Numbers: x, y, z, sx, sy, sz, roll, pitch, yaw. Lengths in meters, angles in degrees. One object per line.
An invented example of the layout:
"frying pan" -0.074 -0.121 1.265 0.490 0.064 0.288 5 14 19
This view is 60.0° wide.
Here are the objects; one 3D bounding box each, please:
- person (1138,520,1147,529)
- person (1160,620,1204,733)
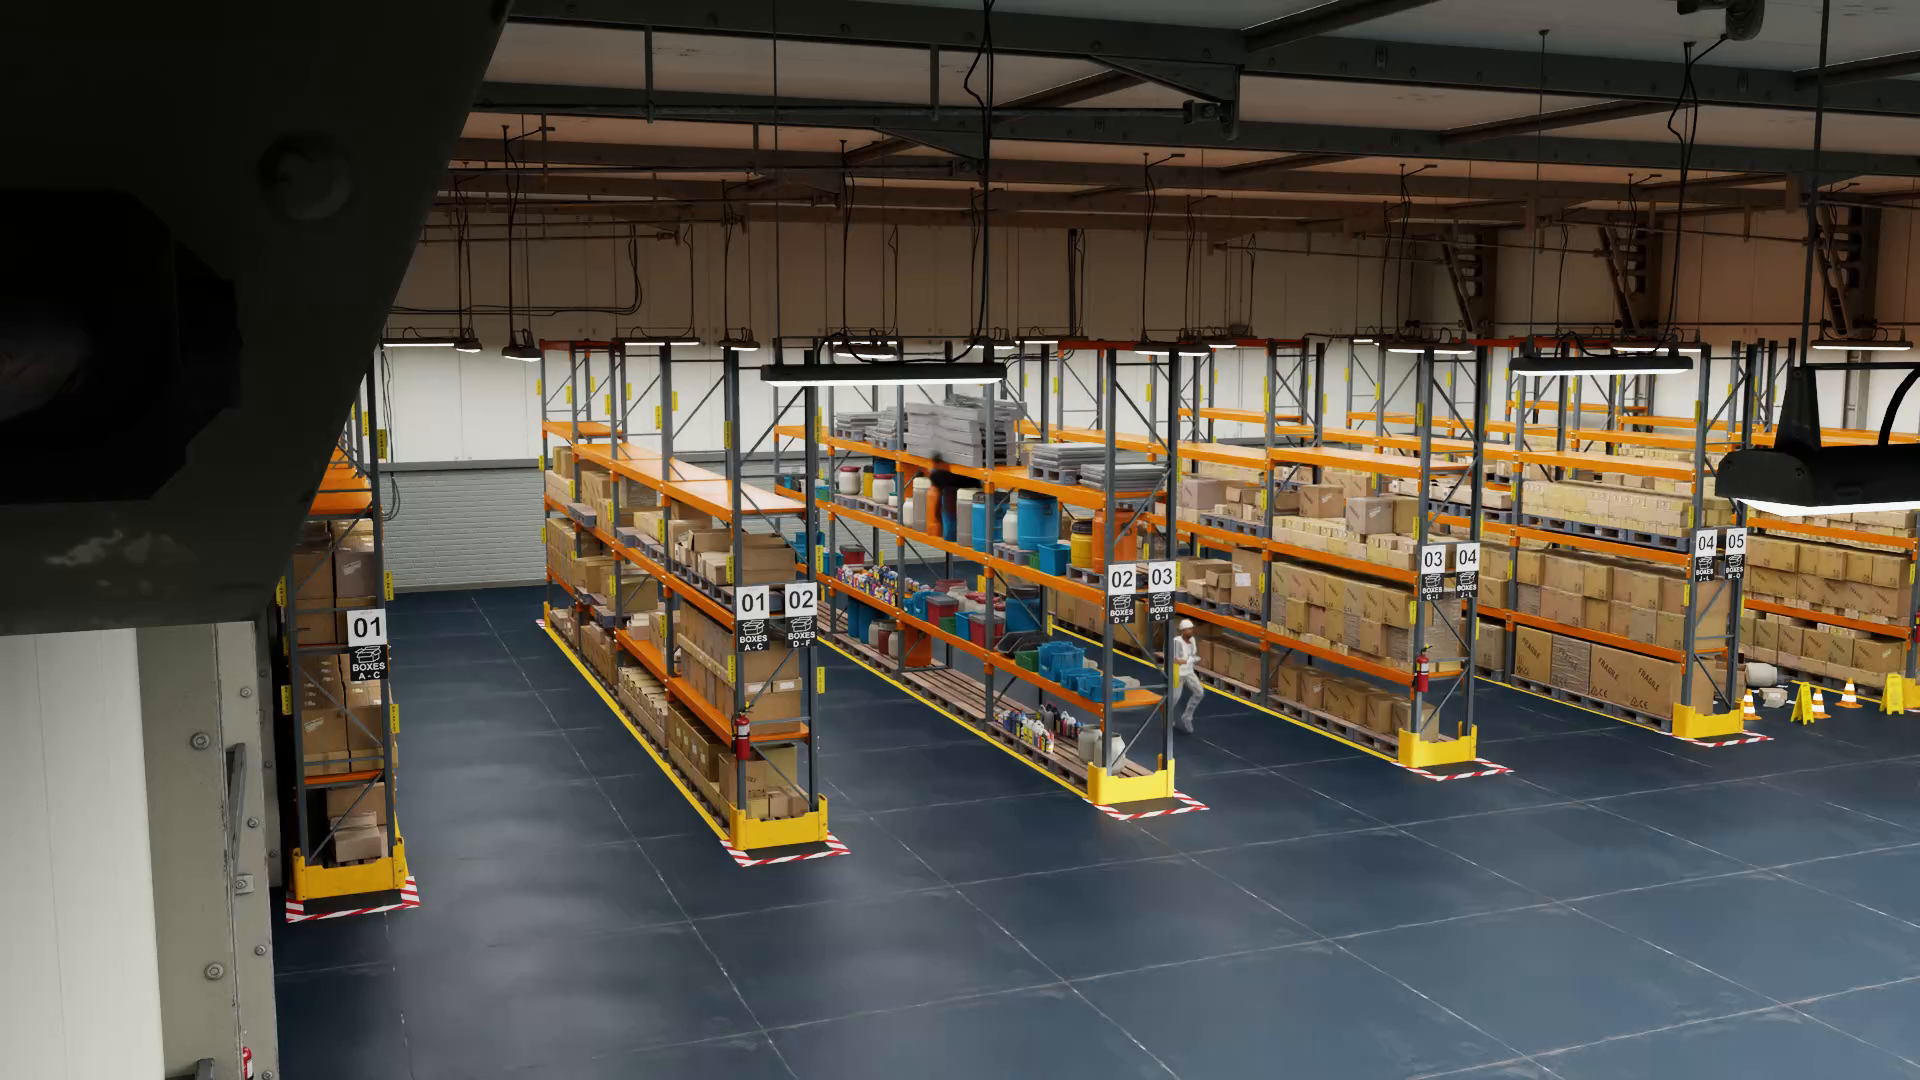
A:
"person" 4.241 0.332 39.345 0.771 1.796 0.929 0 7 -1
"person" 3.458 2.100 25.840 0.715 1.778 0.833 -7 10 -43
